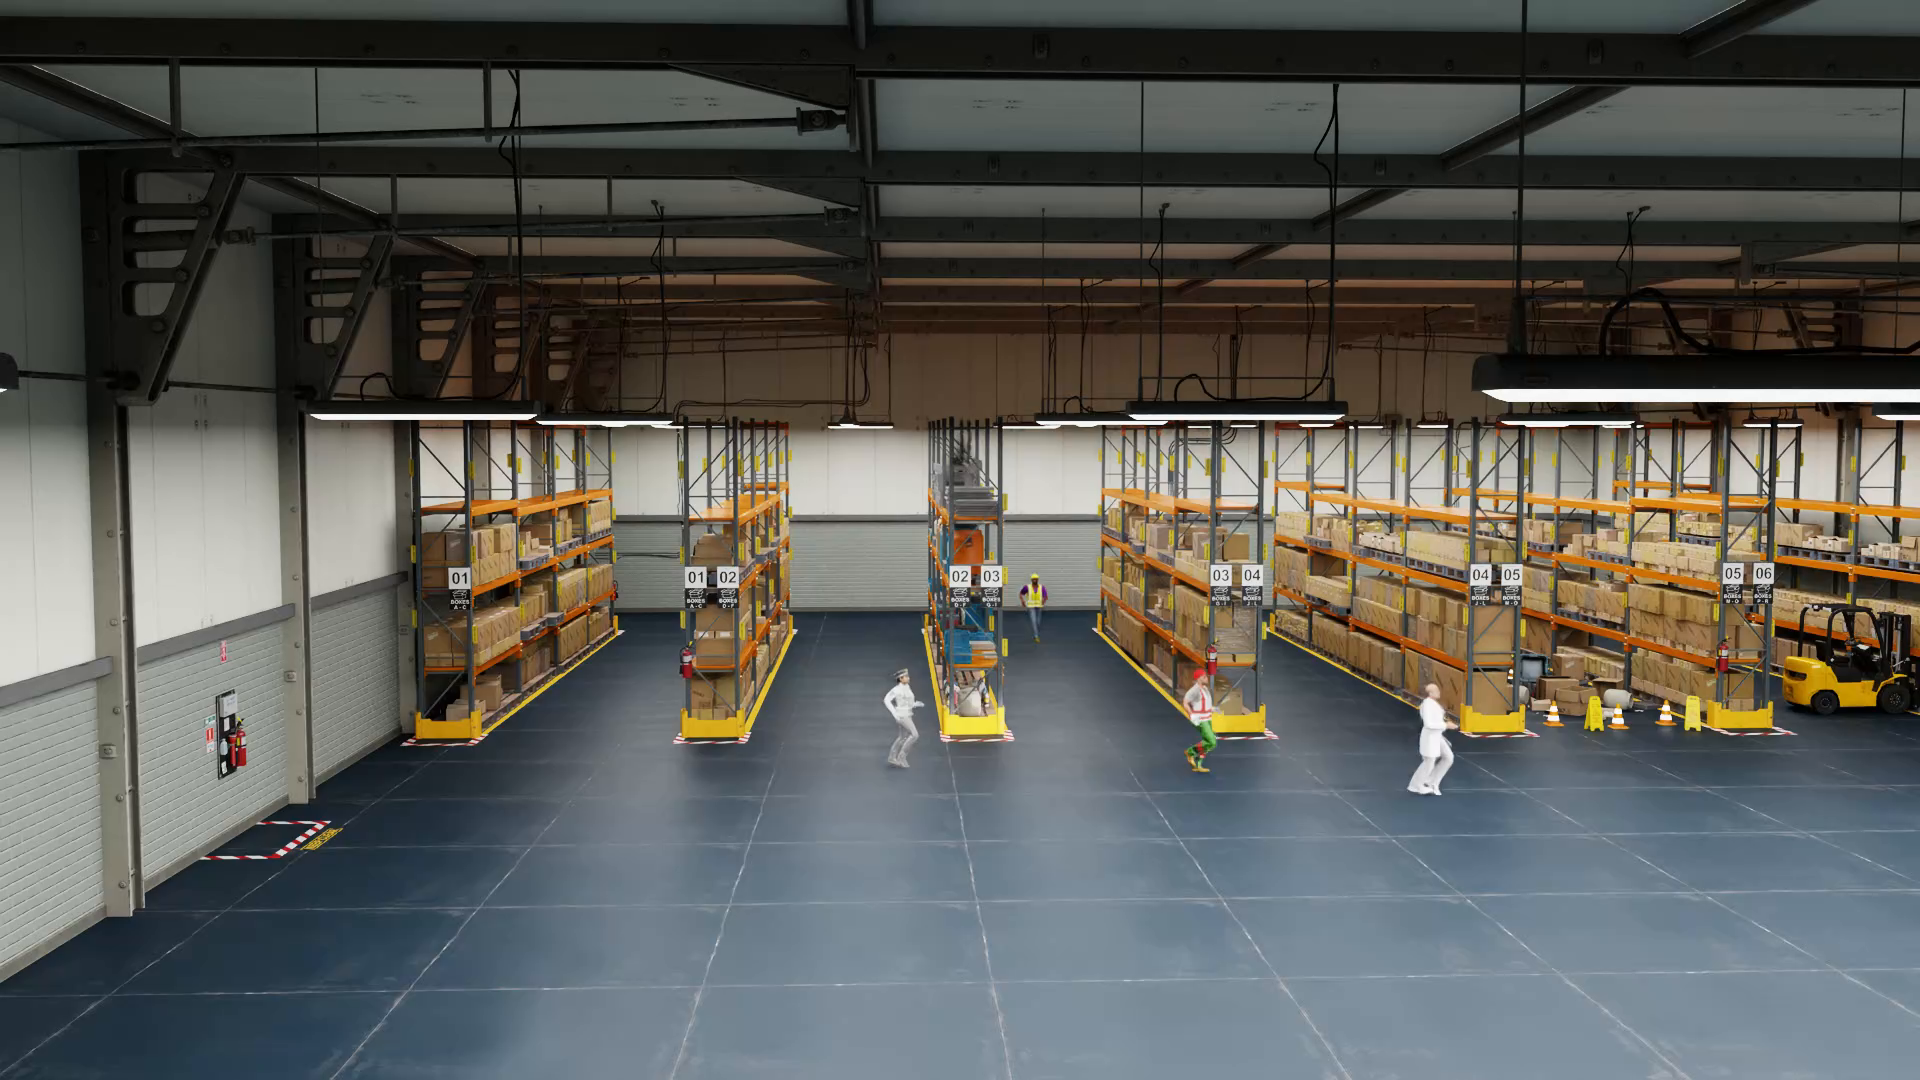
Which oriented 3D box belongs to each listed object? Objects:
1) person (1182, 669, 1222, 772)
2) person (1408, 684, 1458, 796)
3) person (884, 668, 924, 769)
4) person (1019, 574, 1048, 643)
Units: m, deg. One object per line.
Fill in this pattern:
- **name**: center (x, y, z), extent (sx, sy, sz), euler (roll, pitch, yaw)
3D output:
- **person**: center (4.086, 3.032, 27.889), extent (0.582, 1.737, 0.665), euler (2, 4, 30)
- **person**: center (7.426, 3.146, 26.062), extent (0.775, 1.796, 0.662), euler (2, 4, 29)
- **person**: center (-0.940, 3.030, 28.304), extent (0.677, 1.700, 0.581), euler (1, 4, 17)
- **person**: center (1.928, 1.764, 42.985), extent (0.731, 1.770, 0.830), euler (-1, 4, -10)
